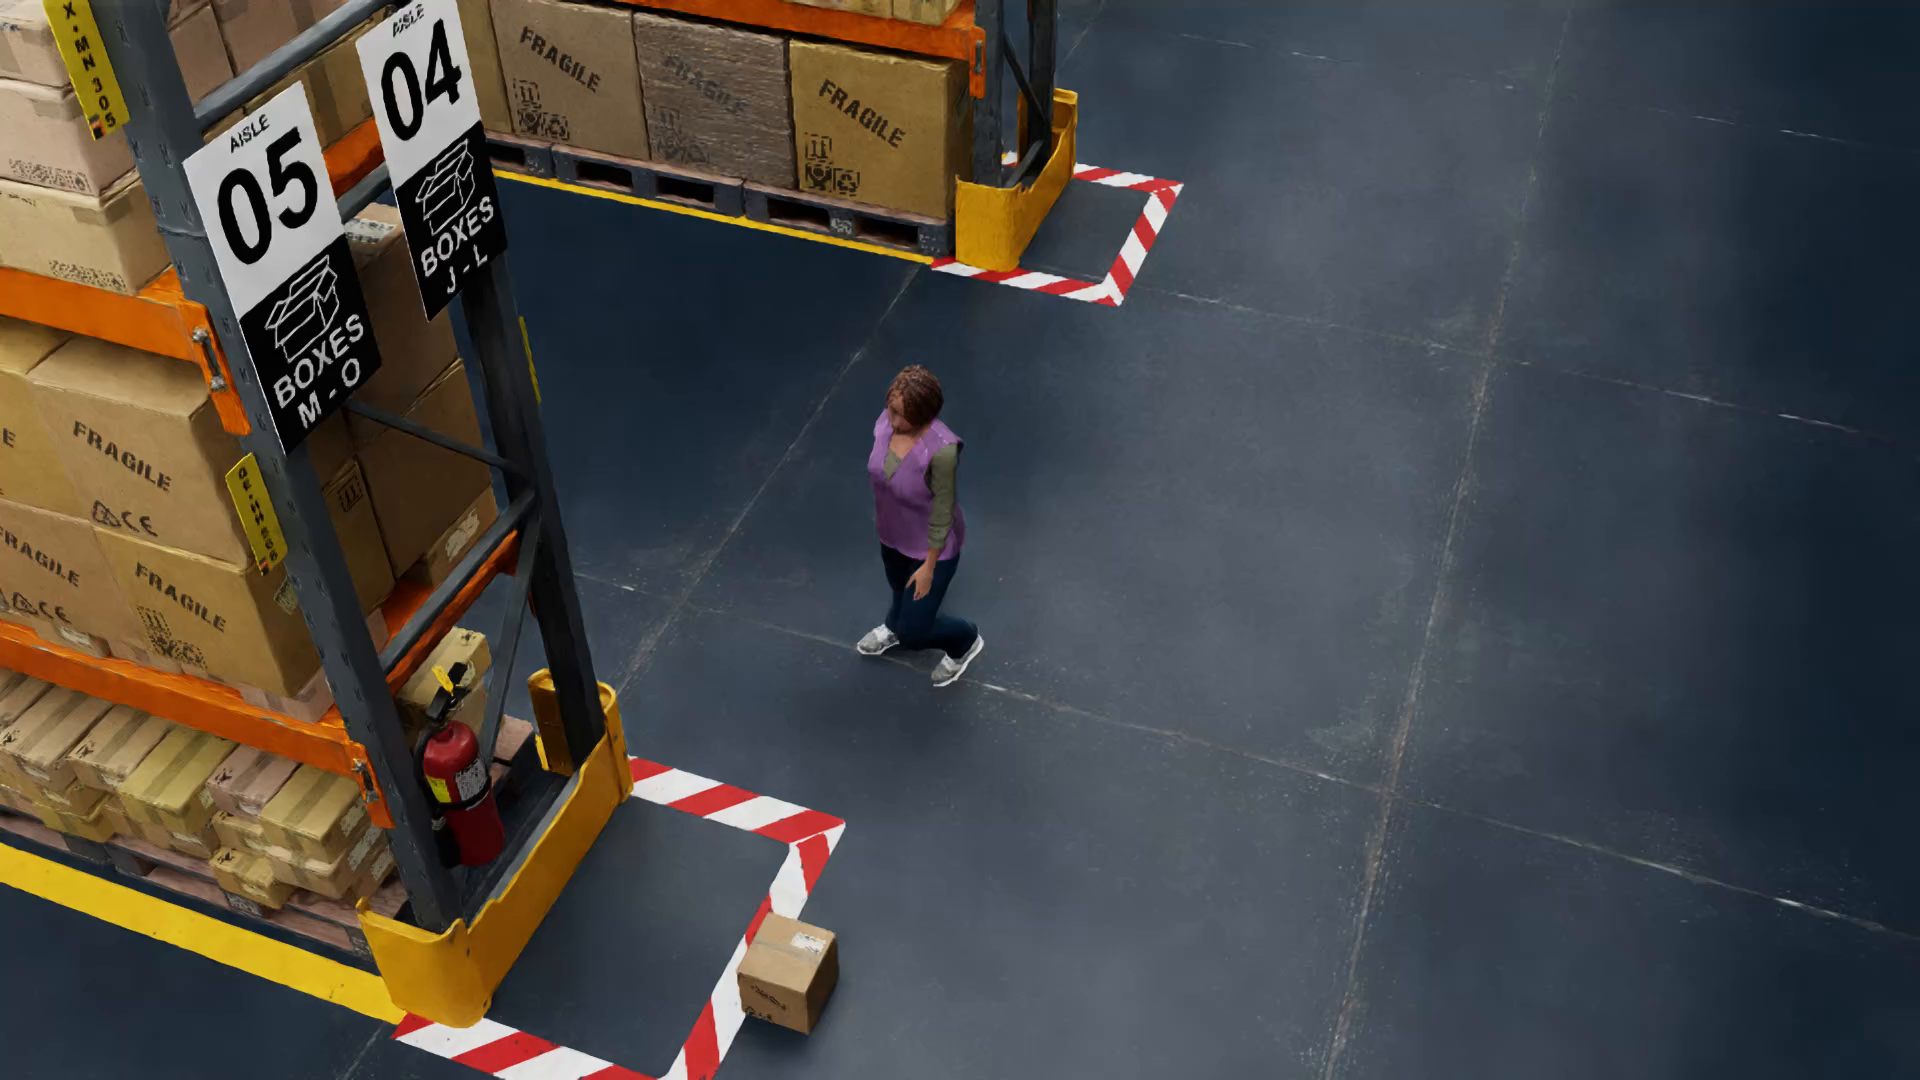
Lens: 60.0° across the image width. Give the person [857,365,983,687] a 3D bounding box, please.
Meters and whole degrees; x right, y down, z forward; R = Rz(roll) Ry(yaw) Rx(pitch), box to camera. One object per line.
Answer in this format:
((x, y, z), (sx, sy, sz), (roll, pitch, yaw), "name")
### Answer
((-0.201, -0.034, 6.203), (0.431, 1.570, 0.534), (-33, 51, -31), "person")
